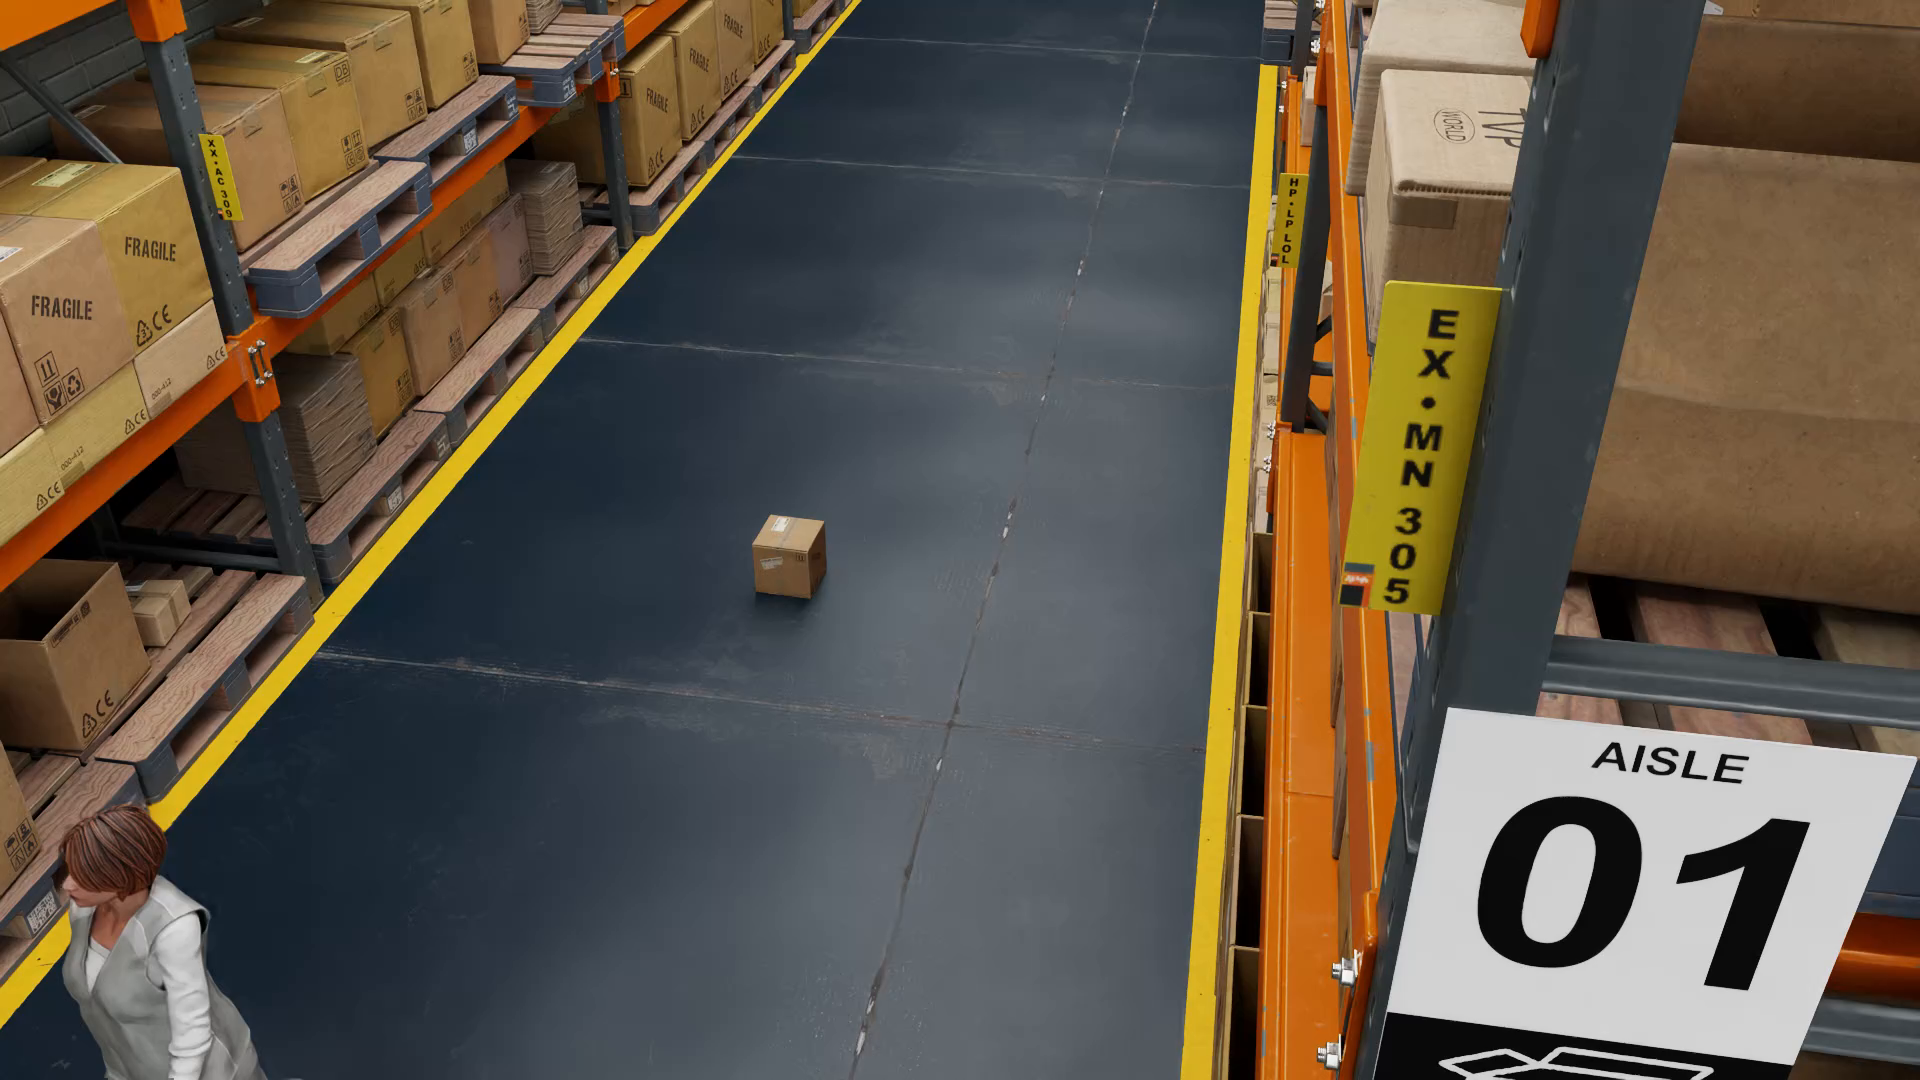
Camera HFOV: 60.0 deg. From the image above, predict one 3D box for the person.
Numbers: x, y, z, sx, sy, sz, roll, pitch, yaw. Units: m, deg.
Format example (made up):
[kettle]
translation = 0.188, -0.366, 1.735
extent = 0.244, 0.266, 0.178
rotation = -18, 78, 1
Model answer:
[person]
translation = -1.969, 1.320, 4.079
extent = 0.417, 1.543, 0.937
rotation = 14, 35, 20
